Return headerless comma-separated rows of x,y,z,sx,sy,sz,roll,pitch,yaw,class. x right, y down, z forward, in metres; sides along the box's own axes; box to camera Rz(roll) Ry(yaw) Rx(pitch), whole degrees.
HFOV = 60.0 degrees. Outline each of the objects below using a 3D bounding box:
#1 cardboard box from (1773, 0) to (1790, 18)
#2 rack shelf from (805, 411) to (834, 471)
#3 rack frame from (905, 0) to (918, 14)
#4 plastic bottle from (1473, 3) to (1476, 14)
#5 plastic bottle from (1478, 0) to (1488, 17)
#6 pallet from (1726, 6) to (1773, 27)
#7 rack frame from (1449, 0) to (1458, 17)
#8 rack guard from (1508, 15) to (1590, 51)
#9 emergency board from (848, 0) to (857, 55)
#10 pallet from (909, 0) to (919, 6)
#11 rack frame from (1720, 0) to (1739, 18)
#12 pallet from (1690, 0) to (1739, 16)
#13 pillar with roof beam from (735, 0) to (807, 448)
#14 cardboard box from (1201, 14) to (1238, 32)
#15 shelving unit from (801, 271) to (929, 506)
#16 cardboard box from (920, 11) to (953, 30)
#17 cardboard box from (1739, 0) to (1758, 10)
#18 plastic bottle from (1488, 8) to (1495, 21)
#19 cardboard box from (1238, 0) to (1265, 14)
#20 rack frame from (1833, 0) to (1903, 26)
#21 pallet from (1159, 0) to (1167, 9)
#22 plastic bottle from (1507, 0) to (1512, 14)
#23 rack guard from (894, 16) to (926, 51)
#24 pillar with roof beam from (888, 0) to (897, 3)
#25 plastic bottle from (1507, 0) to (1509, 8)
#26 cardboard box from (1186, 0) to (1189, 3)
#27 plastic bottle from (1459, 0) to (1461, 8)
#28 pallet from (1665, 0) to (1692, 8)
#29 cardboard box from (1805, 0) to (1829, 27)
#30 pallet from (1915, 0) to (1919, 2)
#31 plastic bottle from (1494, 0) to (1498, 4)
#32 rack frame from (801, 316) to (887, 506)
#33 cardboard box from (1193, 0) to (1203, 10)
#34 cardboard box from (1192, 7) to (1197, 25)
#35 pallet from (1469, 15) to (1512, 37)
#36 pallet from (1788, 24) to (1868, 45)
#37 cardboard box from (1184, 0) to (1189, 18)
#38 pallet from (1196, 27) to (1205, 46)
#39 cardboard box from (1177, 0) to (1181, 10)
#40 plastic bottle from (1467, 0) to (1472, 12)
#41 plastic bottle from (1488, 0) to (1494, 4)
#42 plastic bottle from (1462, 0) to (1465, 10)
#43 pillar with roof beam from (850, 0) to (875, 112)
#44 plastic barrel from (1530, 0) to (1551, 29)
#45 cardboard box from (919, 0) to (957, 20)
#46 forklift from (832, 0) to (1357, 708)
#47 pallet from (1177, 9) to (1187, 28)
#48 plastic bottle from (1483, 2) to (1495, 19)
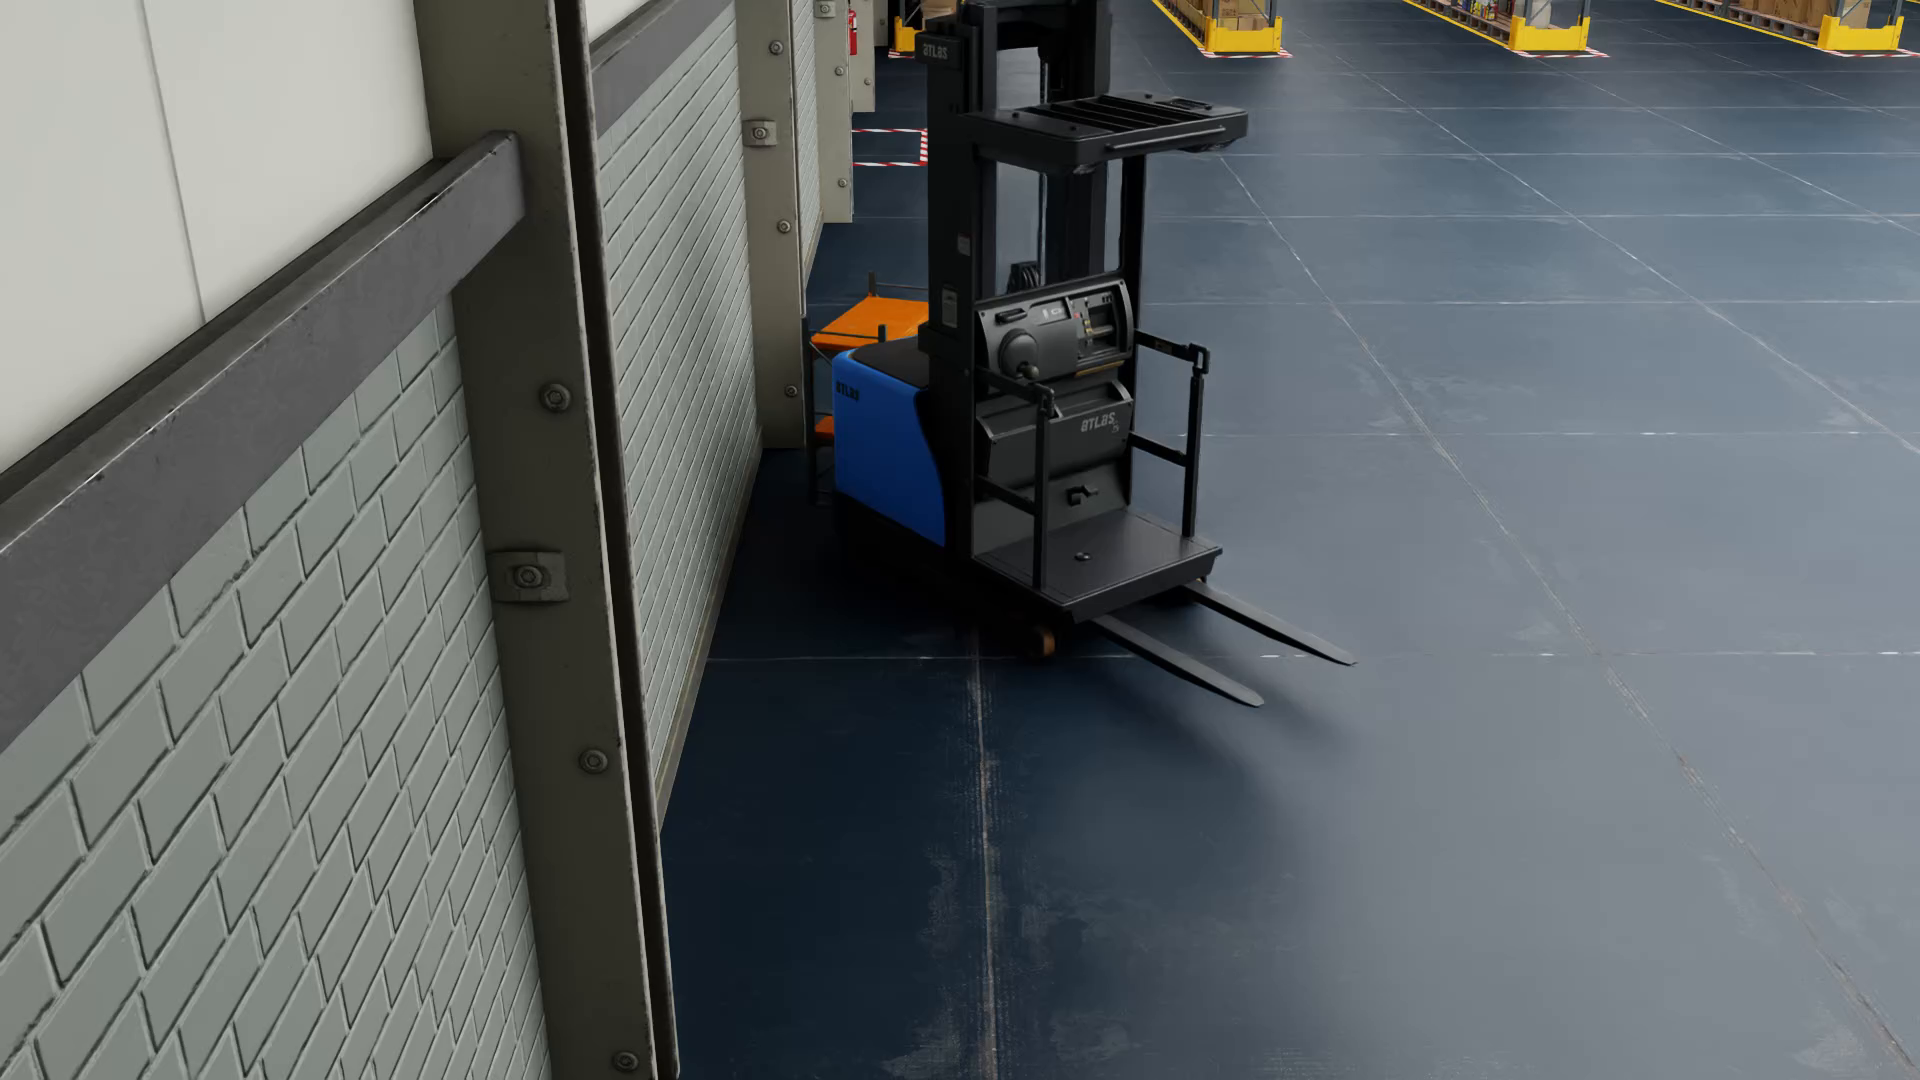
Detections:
14.423,-9.276,28.643,0.500,0.500,0.500,-2,24,-5,cardboard box
-0.478,-0.674,9.969,0.538,0.278,1.000,8,26,17,rack shelf
-0.500,-10.813,29.518,1.000,3.000,0.127,0,24,-1,rack frame
8.982,-9.254,28.933,0.097,0.201,0.097,0,24,0,plastic bottle
9.009,-9.187,28.603,0.144,0.351,0.185,1,24,2,plastic bottle
14.402,-9.333,29.629,1.003,0.211,1.213,0,24,-1,pallet
9.407,-10.857,29.616,1.000,3.000,0.127,0,24,-1,rack frame
9.402,-8.101,26.556,1.175,0.500,0.348,0,24,-1,rack guard
-1.274,-5.958,18.784,0.194,1.169,0.643,0,24,-1,emergency board
-0.510,-9.863,30.802,1.003,0.211,1.213,0,24,-1,pallet
14.359,-10.880,29.666,1.000,3.000,0.127,0,24,-1,rack frame
14.349,-9.930,30.949,1.003,0.211,1.213,0,24,-1,pallet
3.172,-4.785,8.910,9.100,9.000,0.400,0,24,-1,pillar with roof beam
4.196,-8.347,26.892,0.500,0.250,0.500,0,24,-1,cardboard box
-0.478,-0.897,9.868,0.538,1.125,1.048,8,26,17,shelving unit
-0.374,-8.426,26.968,0.500,0.311,0.500,-3,25,-7,cardboard box
14.324,-9.767,29.729,0.500,0.500,0.500,-1,24,-2,cardboard box
8.992,-8.889,28.127,0.097,0.201,0.097,0,24,0,plastic bottle
4.706,-8.897,27.198,0.500,0.500,0.500,0,24,-1,cardboard box
14.403,-9.231,26.021,1.000,3.000,0.127,0,24,-1,rack frame
4.390,-10.374,31.930,1.003,0.211,1.213,0,24,-1,pallet
9.605,-9.333,29.008,0.061,0.283,0.133,0,24,-1,plastic bottle
-0.457,-8.057,26.458,1.175,0.500,0.348,0,24,-1,rack guard
2.911,-14.674,30.776,9.100,9.000,0.400,0,24,-1,pillar with roof beam
9.704,-9.508,29.313,0.144,0.351,0.185,-1,24,-3,plastic bottle
4.157,-9.512,28.559,0.500,0.500,0.500,0,24,-1,cardboard box
8.973,-9.608,29.715,0.097,0.201,0.097,0,24,0,plastic bottle
14.333,-10.434,32.064,1.003,0.211,1.213,0,24,-1,pallet
14.372,-8.787,27.563,0.500,0.500,0.500,6,25,13,cardboard box
19.220,-10.411,32.014,1.003,0.211,1.213,0,24,-1,pallet
9.558,-9.586,29.486,0.144,0.351,0.185,0,24,-1,plastic bottle
-0.642,-0.699,9.429,0.500,1.125,0.032,8,26,17,rack frame
4.168,-9.100,27.648,0.500,0.500,0.500,0,24,-1,cardboard box
4.171,-8.759,27.803,0.500,0.250,0.500,0,24,-1,cardboard box
9.389,-8.806,28.464,1.003,0.211,1.213,0,24,-1,pallet
14.429,-8.327,27.406,1.003,0.211,1.213,0,24,-1,pallet
4.156,-9.171,28.714,0.500,0.250,0.500,0,24,-1,cardboard box
4.447,-8.233,27.197,1.003,0.211,1.213,0,24,-1,pallet
4.155,-9.583,29.625,0.500,0.250,0.500,0,24,-1,cardboard box
9.003,-9.439,29.160,0.144,0.351,0.185,-1,24,-3,plastic bottle
9.155,-9.240,28.812,0.152,0.276,0.135,0,24,-1,plastic bottle
9.003,-9.551,29.498,0.152,0.276,0.135,1,24,1,plastic bottle
3.041,-9.730,19.843,9.100,9.000,0.400,0,24,-1,pillar with roof beam
9.367,-8.538,26.997,0.421,0.512,0.421,0,24,0,plastic barrel
-0.338,-9.049,28.117,0.700,0.500,0.500,-2,24,-4,cardboard box
0.602,-0.993,7.889,1.130,2.935,3.031,-18,30,-34,forklift
4.420,-9.238,29.420,1.003,0.211,1.213,0,24,-1,pallet
9.017,-9.027,28.341,0.152,0.276,0.135,0,24,0,plastic bottle
